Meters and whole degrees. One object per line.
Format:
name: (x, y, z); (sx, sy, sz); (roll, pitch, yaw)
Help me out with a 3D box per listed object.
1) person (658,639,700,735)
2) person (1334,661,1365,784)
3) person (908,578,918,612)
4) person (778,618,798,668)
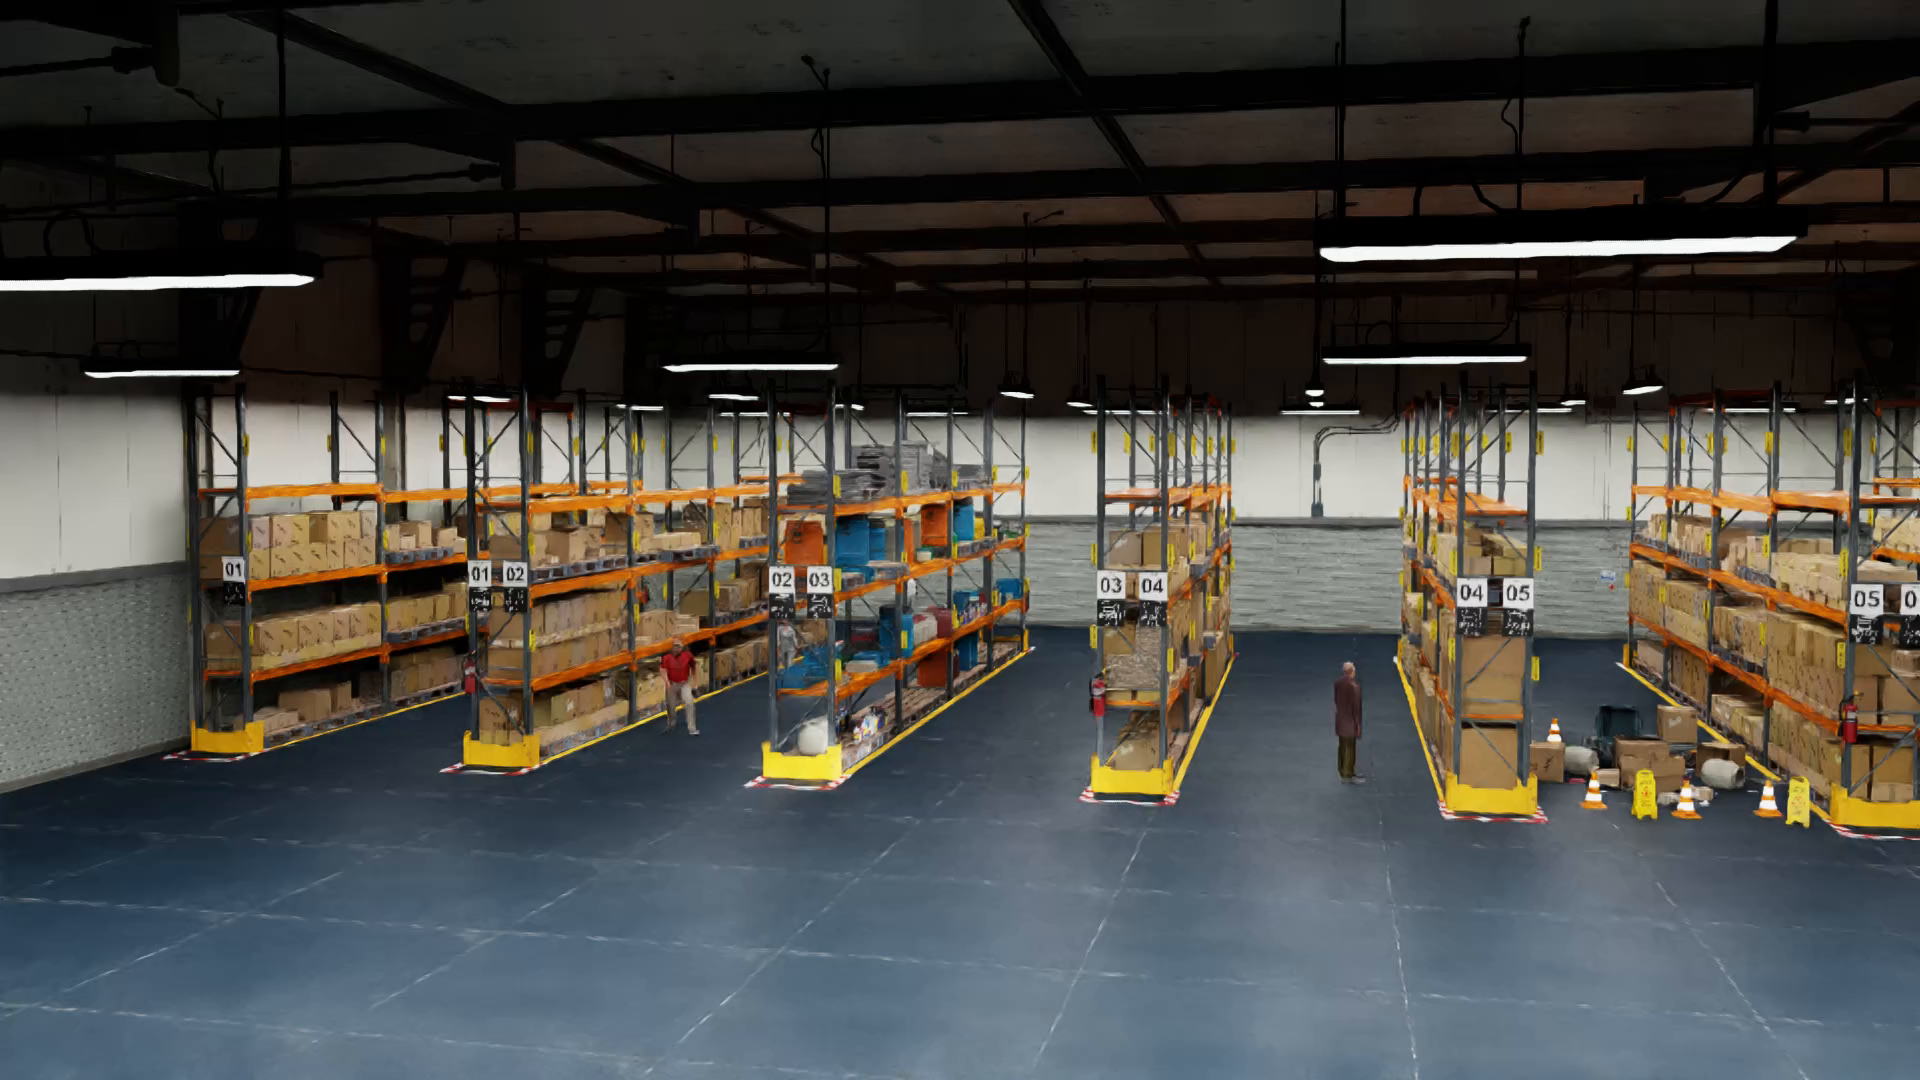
person: (-4.850, 2.518, 28.776); (0.706, 1.666, 0.827); (0, 3, -6)
person: (5.809, 2.684, 24.677); (0.504, 1.788, 0.640); (-1, 3, -18)
person: (-1.530, 1.554, 45.871); (0.671, 1.665, 0.499); (-2, 4, -31)
person: (-3.582, 2.284, 34.281); (0.419, 1.477, 1.038); (1, 3, 10)
